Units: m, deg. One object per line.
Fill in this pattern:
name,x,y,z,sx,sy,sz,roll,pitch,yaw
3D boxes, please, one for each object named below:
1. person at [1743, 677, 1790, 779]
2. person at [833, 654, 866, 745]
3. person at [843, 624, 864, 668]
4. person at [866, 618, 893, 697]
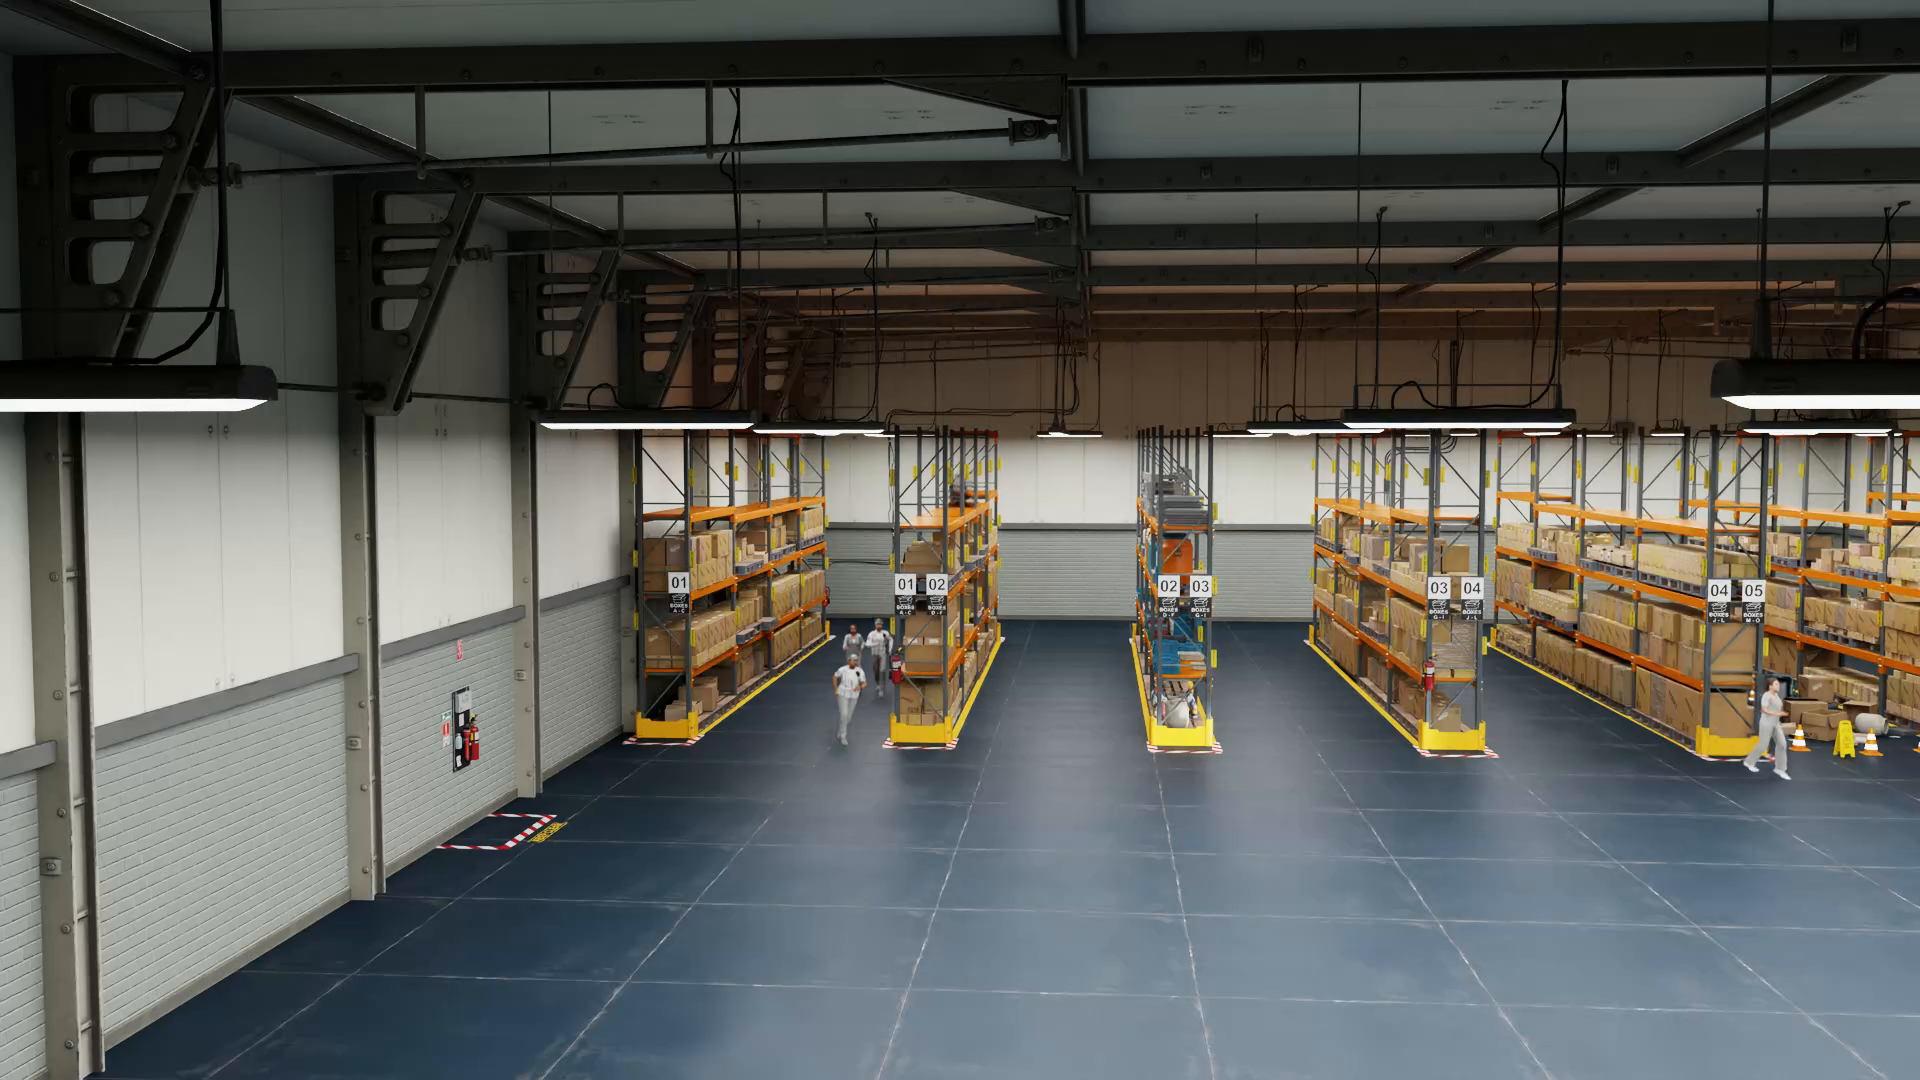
person,13.776,3.191,28.343,0.577,1.736,0.771,-2,4,-36
person,-2.090,3.006,31.645,0.604,1.684,0.798,-1,4,-21
person,-2.393,2.686,37.370,0.490,1.625,0.711,0,3,-2
person,-1.811,2.612,37.371,0.592,1.715,0.844,0,3,3
